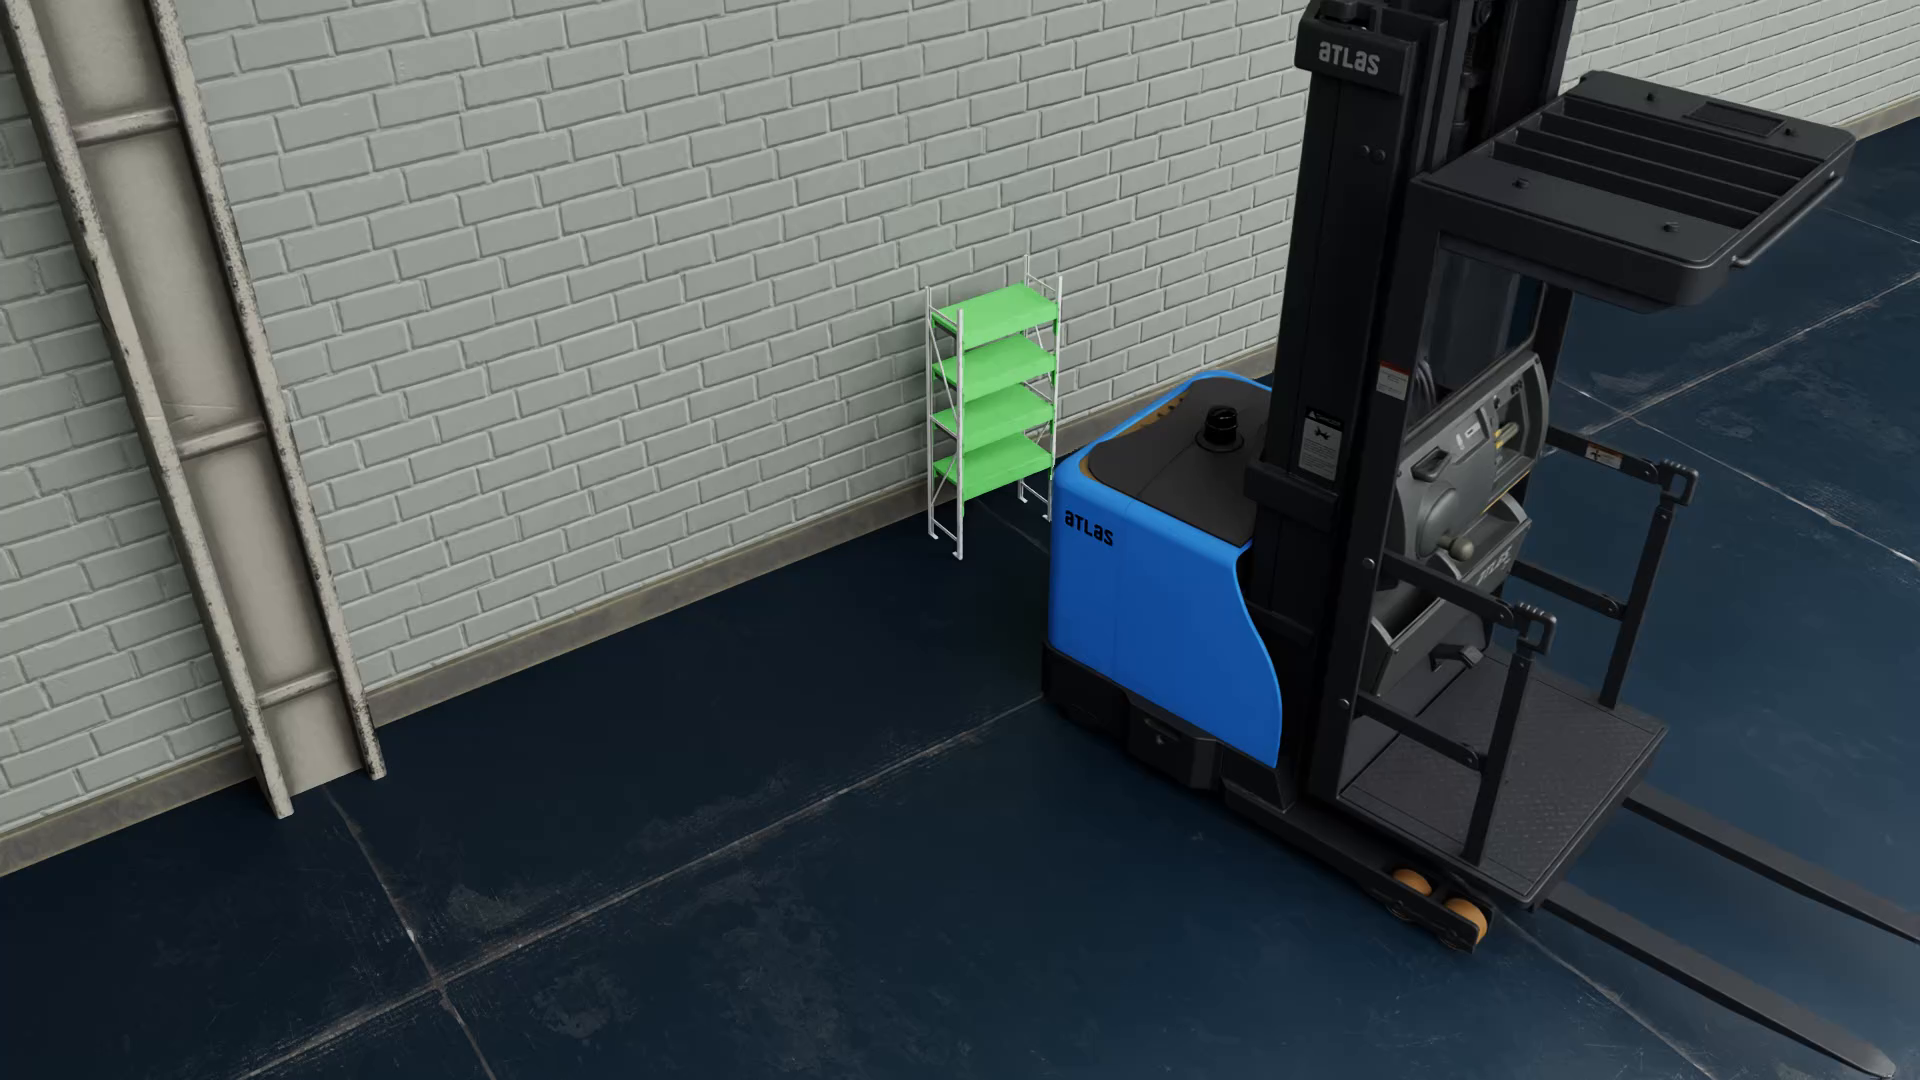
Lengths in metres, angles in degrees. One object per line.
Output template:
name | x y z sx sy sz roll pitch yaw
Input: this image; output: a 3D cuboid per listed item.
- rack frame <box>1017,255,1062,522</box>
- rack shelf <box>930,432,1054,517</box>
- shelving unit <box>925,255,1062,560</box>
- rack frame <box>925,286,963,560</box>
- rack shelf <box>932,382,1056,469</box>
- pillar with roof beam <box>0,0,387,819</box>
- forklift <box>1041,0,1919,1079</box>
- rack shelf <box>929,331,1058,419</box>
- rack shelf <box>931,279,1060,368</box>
rack frame | 0.335 -0.625 7.091 0.015 1.200 0.240 -22 41 -28
rack shelf | 0.135 -0.296 7.155 0.480 0.148 0.258 -22 41 -28
shelving unit | 0.135 -0.543 6.977 0.503 1.200 0.258 -22 41 -28
rack frame | -0.064 -0.461 6.863 0.015 1.200 0.240 -22 41 -28
rack shelf | 0.135 -0.491 7.014 0.480 0.148 0.258 -22 41 -28
pillar with roof beam | 0.143 -0.750 0.586 0.400 9.000 9.100 -22 41 -28
forklift | 1.743 -0.208 5.028 3.031 2.935 1.130 28 44 33
rack shelf | 0.135 -0.686 6.874 0.480 0.148 0.258 -22 41 -28
rack shelf | 0.135 -0.881 6.734 0.480 0.148 0.258 -22 41 -28
